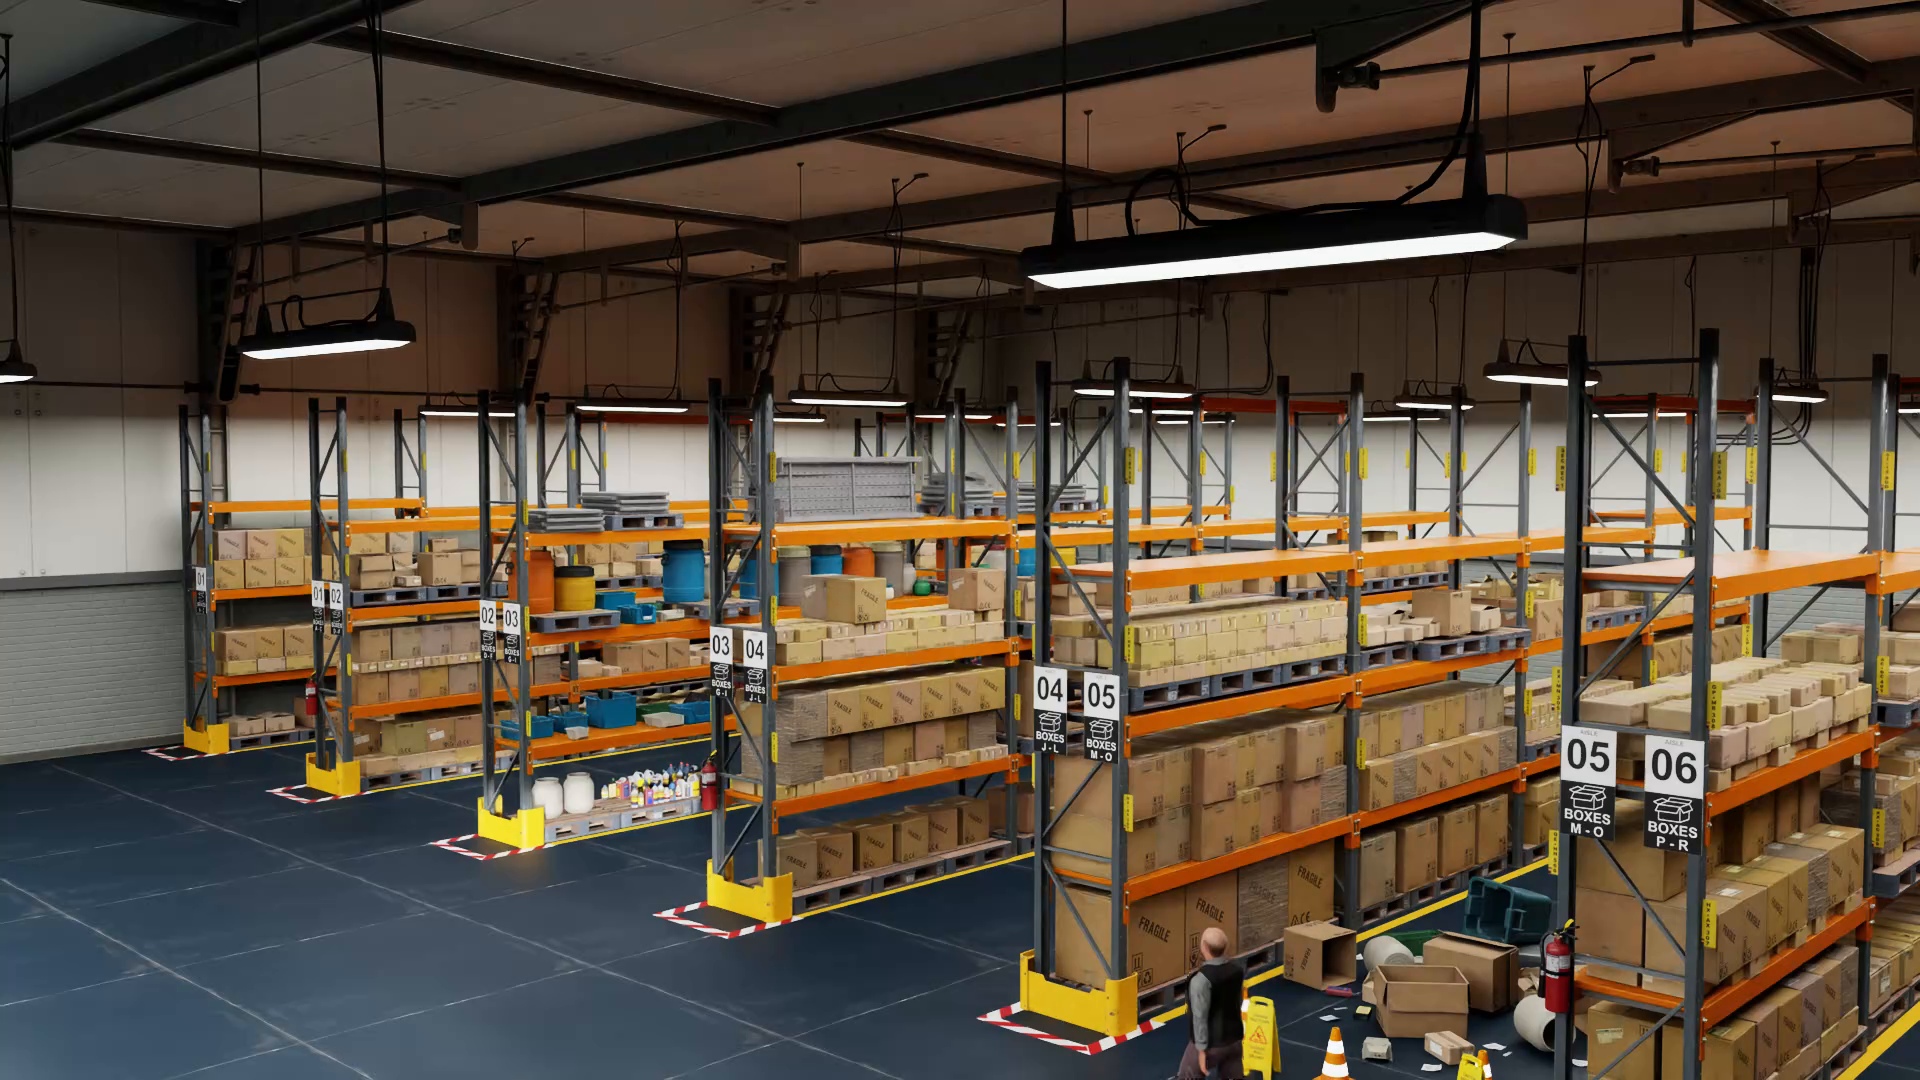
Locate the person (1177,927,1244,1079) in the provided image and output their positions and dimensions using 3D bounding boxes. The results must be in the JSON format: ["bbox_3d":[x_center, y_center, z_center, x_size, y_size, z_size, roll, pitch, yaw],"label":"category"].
[{"bbox_3d":[1.884,3.675,12.146,0.999,1.686,0.543,3,4,44],"label":"person"}]
